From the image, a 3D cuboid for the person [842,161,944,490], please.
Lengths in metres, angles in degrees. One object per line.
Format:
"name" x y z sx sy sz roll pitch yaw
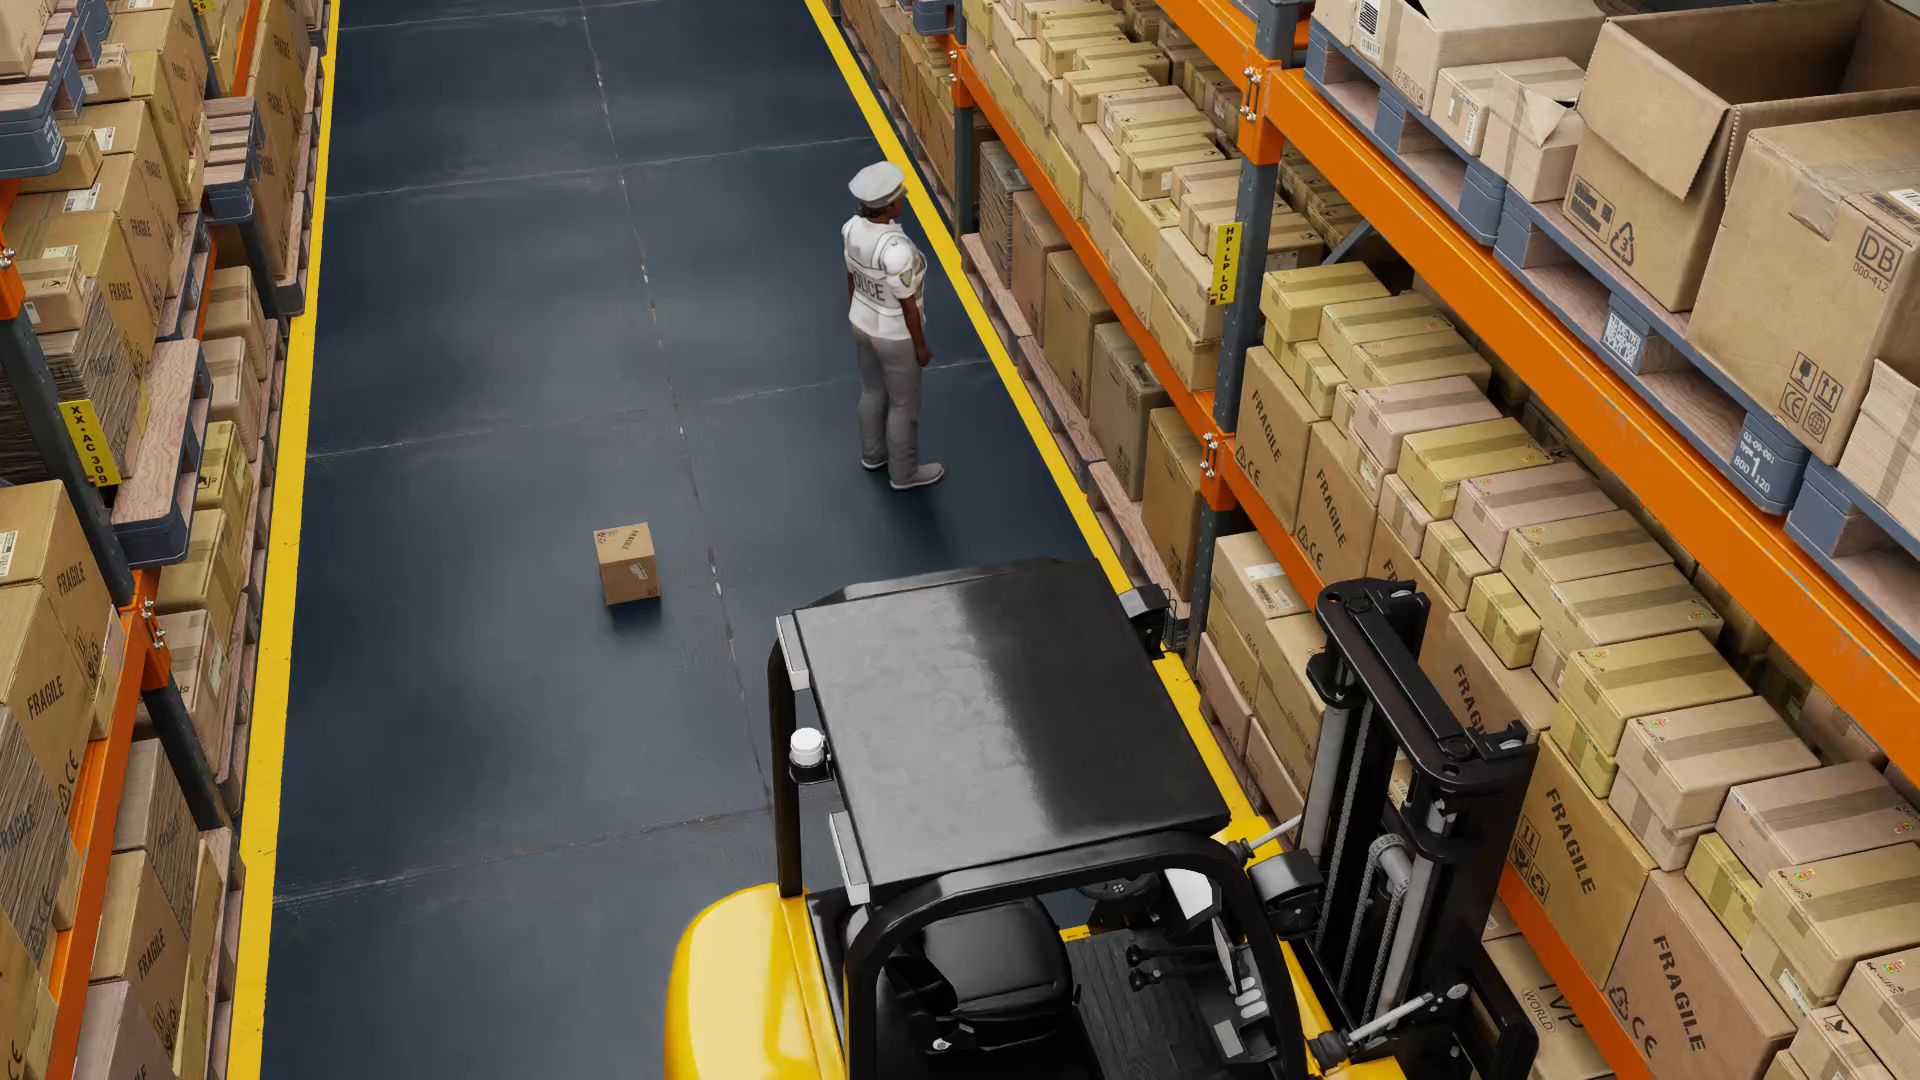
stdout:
"person" -0.325 -1.009 7.963 0.361 1.694 0.448 -26 45 -29
